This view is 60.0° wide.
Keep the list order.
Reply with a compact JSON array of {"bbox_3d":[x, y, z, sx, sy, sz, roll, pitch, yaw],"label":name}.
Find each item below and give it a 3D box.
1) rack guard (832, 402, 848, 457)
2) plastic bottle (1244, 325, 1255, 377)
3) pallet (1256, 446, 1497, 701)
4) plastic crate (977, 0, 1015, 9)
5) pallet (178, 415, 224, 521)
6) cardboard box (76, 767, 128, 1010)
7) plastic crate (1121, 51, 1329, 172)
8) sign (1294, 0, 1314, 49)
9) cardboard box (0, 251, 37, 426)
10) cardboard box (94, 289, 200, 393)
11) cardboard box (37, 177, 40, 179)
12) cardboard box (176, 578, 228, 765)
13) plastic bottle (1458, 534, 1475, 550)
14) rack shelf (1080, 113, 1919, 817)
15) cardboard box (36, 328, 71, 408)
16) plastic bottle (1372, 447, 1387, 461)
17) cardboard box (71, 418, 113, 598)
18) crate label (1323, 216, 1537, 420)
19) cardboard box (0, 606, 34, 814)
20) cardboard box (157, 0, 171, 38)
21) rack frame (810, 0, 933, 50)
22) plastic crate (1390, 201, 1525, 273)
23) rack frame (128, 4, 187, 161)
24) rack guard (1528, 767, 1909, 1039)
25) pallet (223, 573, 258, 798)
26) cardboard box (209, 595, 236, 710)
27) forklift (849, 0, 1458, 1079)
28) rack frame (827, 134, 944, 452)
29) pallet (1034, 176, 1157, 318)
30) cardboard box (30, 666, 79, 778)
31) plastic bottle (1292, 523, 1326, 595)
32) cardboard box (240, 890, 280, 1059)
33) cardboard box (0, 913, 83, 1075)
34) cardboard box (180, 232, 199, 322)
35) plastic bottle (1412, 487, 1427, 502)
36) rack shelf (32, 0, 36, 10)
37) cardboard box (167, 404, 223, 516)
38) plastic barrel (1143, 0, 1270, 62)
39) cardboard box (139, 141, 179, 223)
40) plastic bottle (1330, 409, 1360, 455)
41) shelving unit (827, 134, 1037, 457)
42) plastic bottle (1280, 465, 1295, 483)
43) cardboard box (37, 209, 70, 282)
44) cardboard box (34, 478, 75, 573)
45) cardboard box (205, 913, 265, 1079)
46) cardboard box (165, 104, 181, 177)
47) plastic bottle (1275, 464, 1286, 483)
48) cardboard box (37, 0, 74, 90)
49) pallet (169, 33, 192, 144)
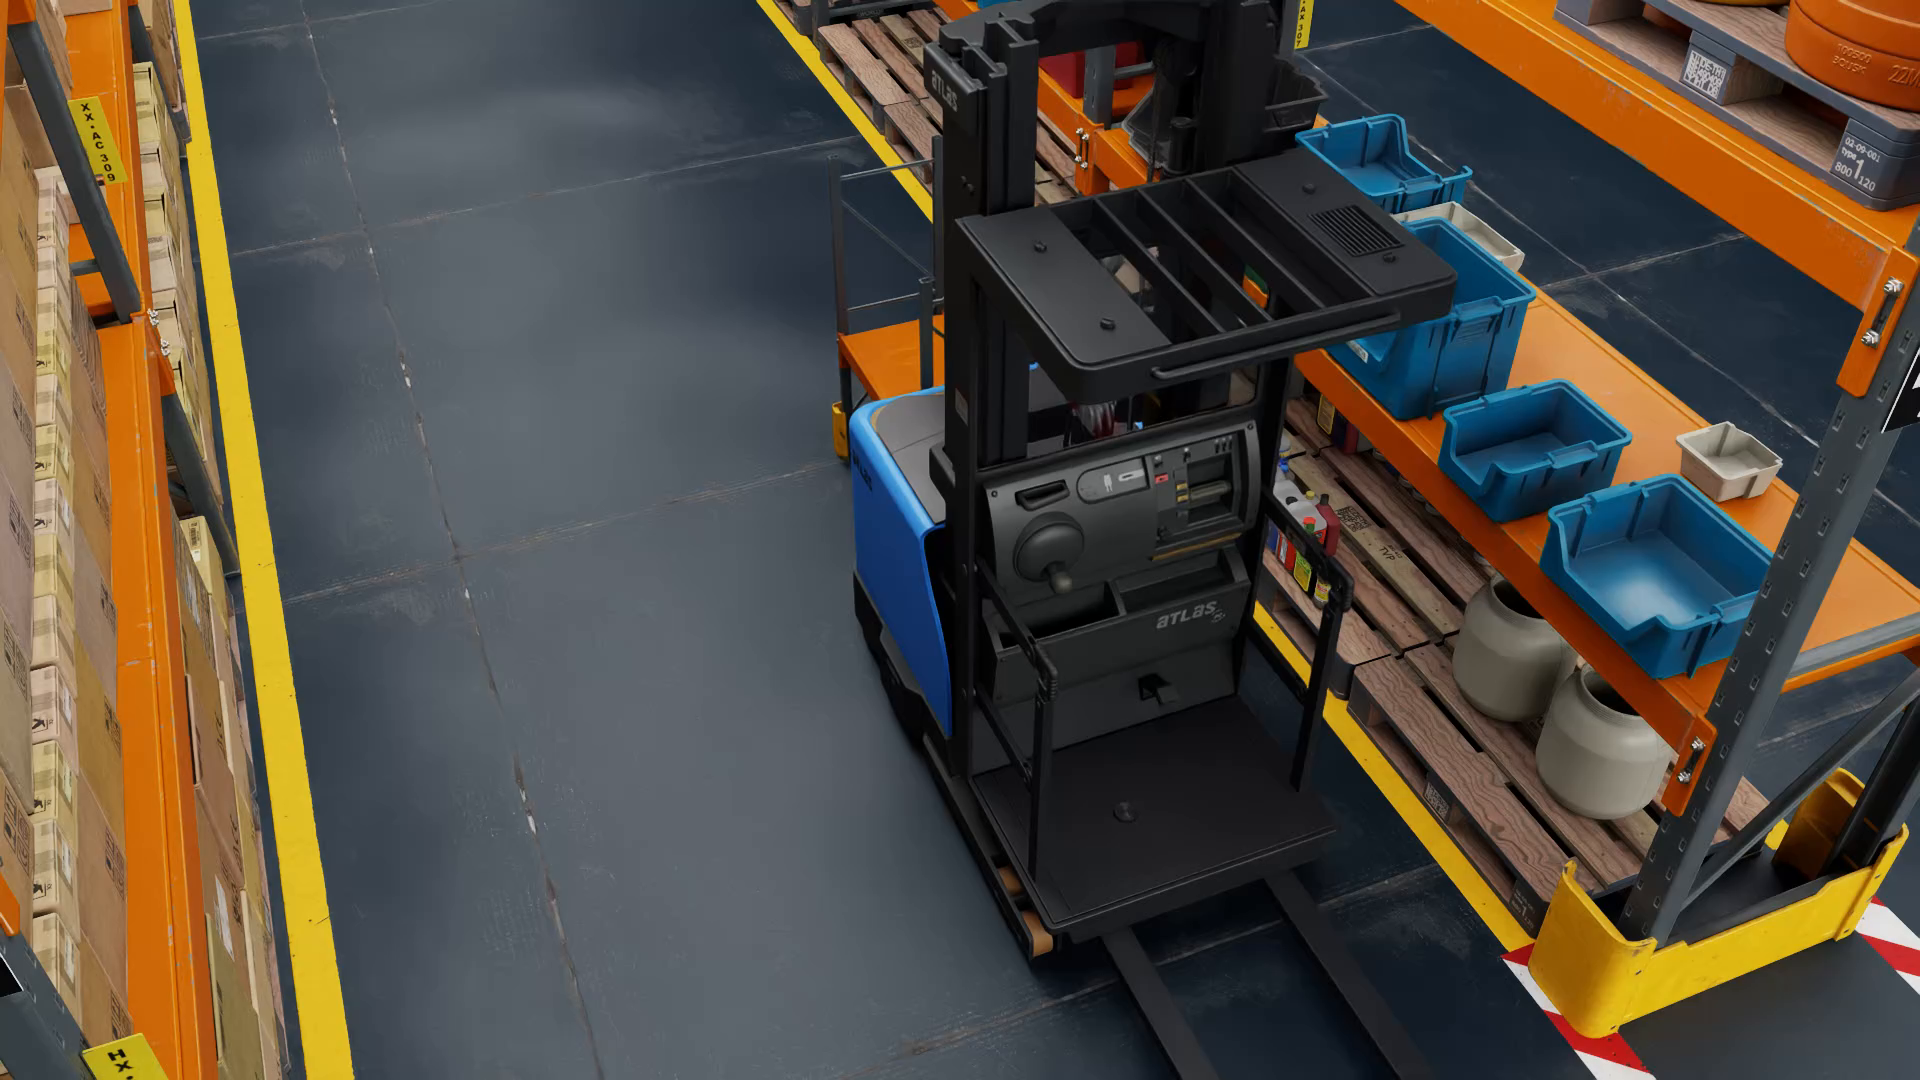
[{"bbox_3d":[-0.303,-0.572,7.724,0.587,0.250,0.087,-15,43,-17],"label":"rack guard"},{"bbox_3d":[1.412,-0.948,7.746,0.144,0.351,0.185,-15,43,-17],"label":"plastic bottle"},{"bbox_3d":[1.721,0.071,7.005,1.003,0.211,1.213,-15,43,-17],"label":"pallet"},{"bbox_3d":[0.323,-2.718,8.122,0.392,0.384,0.575,-15,43,-17],"label":"plastic crate"},{"bbox_3d":[-3.864,-0.280,7.414,1.003,0.211,1.213,-15,43,-17],"label":"pallet"},{"bbox_3d":[-2.387,0.868,3.863,0.700,0.500,0.500,-14,43,-16],"label":"cardboard box"},{"bbox_3d":[1.115,-1.767,7.051,0.767,0.338,0.504,-15,43,-17],"label":"plastic crate"},{"bbox_3d":[1.545,-2.373,7.496,0.100,0.325,0.005,-15,43,-17],"label":"sign"},{"bbox_3d":[-2.985,-0.562,4.531,0.700,0.500,0.500,-15,43,-17],"label":"cardboard box"},{"bbox_3d":[-3.660,-0.847,7.291,0.500,0.311,0.500,-16,43,-17],"label":"cardboard box"},{"bbox_3d":[-3.775,-1.132,6.381,0.500,0.250,0.500,-13,42,-14],"label":"cardboard box"},{"bbox_3d":[-2.791,0.525,5.551,0.500,0.500,0.500,-15,43,-17],"label":"cardboard box"},{"bbox_3d":[2.117,-0.066,6.835,0.097,0.201,0.097,0,41,0],"label":"plastic bottle"},{"bbox_3d":[1.797,-0.660,6.268,1.077,0.370,4.000,-15,43,-17],"label":"rack shelf"},{"bbox_3d":[-2.856,-0.464,4.915,0.380,0.149,0.250,-15,43,-17],"label":"cardboard box"},{"bbox_3d":[1.871,-0.454,7.286,0.097,0.201,0.097,0,41,0],"label":"plastic bottle"},{"bbox_3d":[-2.974,-0.057,4.938,0.700,0.500,0.500,-14,43,-16],"label":"cardboard box"},{"bbox_3d":[1.608,-0.782,5.832,0.502,0.435,0.616,-15,43,-17],"label":"crate label"},{"bbox_3d":[-2.409,0.344,3.477,0.700,0.500,0.500,-16,43,-18],"label":"cardboard box"},{"bbox_3d":[-5.379,-3.495,10.594,0.500,0.500,0.500,-16,43,-17],"label":"cardboard box"},{"bbox_3d":[-0.498,-4.547,10.237,1.000,3.000,0.127,-15,43,-17],"label":"rack frame"},{"bbox_3d":[1.887,-1.122,6.457,0.530,0.136,0.437,-15,43,-17],"label":"plastic crate"},{"bbox_3d":[-5.076,-3.313,8.802,1.000,3.000,0.127,-15,43,-17],"label":"rack frame"},{"bbox_3d":[2.490,1.186,5.487,1.175,0.500,0.348,-15,43,-17],"label":"rack guard"},{"bbox_3d":[-3.280,0.643,6.340,1.003,0.211,1.213,-15,43,-17],"label":"pallet"},{"bbox_3d":[-2.984,0.508,6.145,0.500,0.250,0.500,-15,43,-17],"label":"cardboard box"},{"bbox_3d":[0.603,-0.026,5.033,1.130,2.935,3.031,-15,43,-17],"label":"forklift"},{"bbox_3d":[-0.304,-1.047,7.317,0.500,1.500,0.032,-15,43,-17],"label":"rack frame"},{"bbox_3d":[0.696,-1.543,8.883,1.003,0.211,1.213,-15,43,-17],"label":"pallet"},{"bbox_3d":[-2.259,0.470,3.828,0.380,0.149,0.250,-16,43,-18],"label":"cardboard box"},{"bbox_3d":[1.393,0.073,6.611,0.061,0.283,0.133,-14,43,-16],"label":"plastic bottle"},{"bbox_3d":[-2.401,1.409,5.098,0.500,0.250,0.500,-15,43,-17],"label":"cardboard box"},{"bbox_3d":[-1.966,0.932,3.291,0.380,0.149,0.250,-15,43,-17],"label":"cardboard box"},{"bbox_3d":[-4.060,-1.251,8.191,0.500,0.250,0.500,-14,43,-16],"label":"cardboard box"},{"bbox_3d":[1.987,-0.297,7.049,0.097,0.271,0.097,0,41,0],"label":"plastic bottle"},{"bbox_3d":[-4.311,-2.973,6.658,1.077,0.370,4.000,-15,43,-17],"label":"rack shelf"},{"bbox_3d":[-3.471,-0.325,7.114,0.500,0.250,0.500,-16,43,-18],"label":"cardboard box"},{"bbox_3d":[1.164,-2.635,7.630,0.600,0.901,0.708,-15,43,-17],"label":"plastic barrel"},{"bbox_3d":[-4.253,-1.772,8.367,0.500,0.311,0.500,-15,43,-17],"label":"cardboard box"},{"bbox_3d":[1.702,-0.522,7.302,0.061,0.283,0.133,-15,43,-17],"label":"plastic bottle"},{"bbox_3d":[-0.113,-0.746,6.967,0.587,1.500,1.083,-15,43,-17],"label":"shelving unit"},{"bbox_3d":[1.358,-0.228,7.023,0.097,0.201,0.097,0,41,0],"label":"plastic bottle"},{"bbox_3d":[-3.151,-0.928,5.454,0.380,0.149,0.250,-16,43,-18],"label":"cardboard box"},{"bbox_3d":[-2.554,0.006,4.368,0.380,0.149,0.250,-15,43,-16],"label":"cardboard box"},{"bbox_3d":[-2.208,1.426,4.503,0.500,0.500,0.500,-15,43,-17],"label":"cardboard box"},{"bbox_3d":[-4.650,-2.174,9.264,0.500,0.250,0.500,-14,43,-16],"label":"cardboard box"},{"bbox_3d":[1.264,-0.228,6.909,0.144,0.351,0.185,-13,42,-15],"label":"plastic bottle"},{"bbox_3d":[-4.419,-2.344,7.599,0.500,0.500,0.500,-17,44,-19],"label":"cardboard box"},{"bbox_3d":[-5.327,-2.715,10.246,1.003,0.211,1.213,-15,43,-17],"label":"pallet"}]
